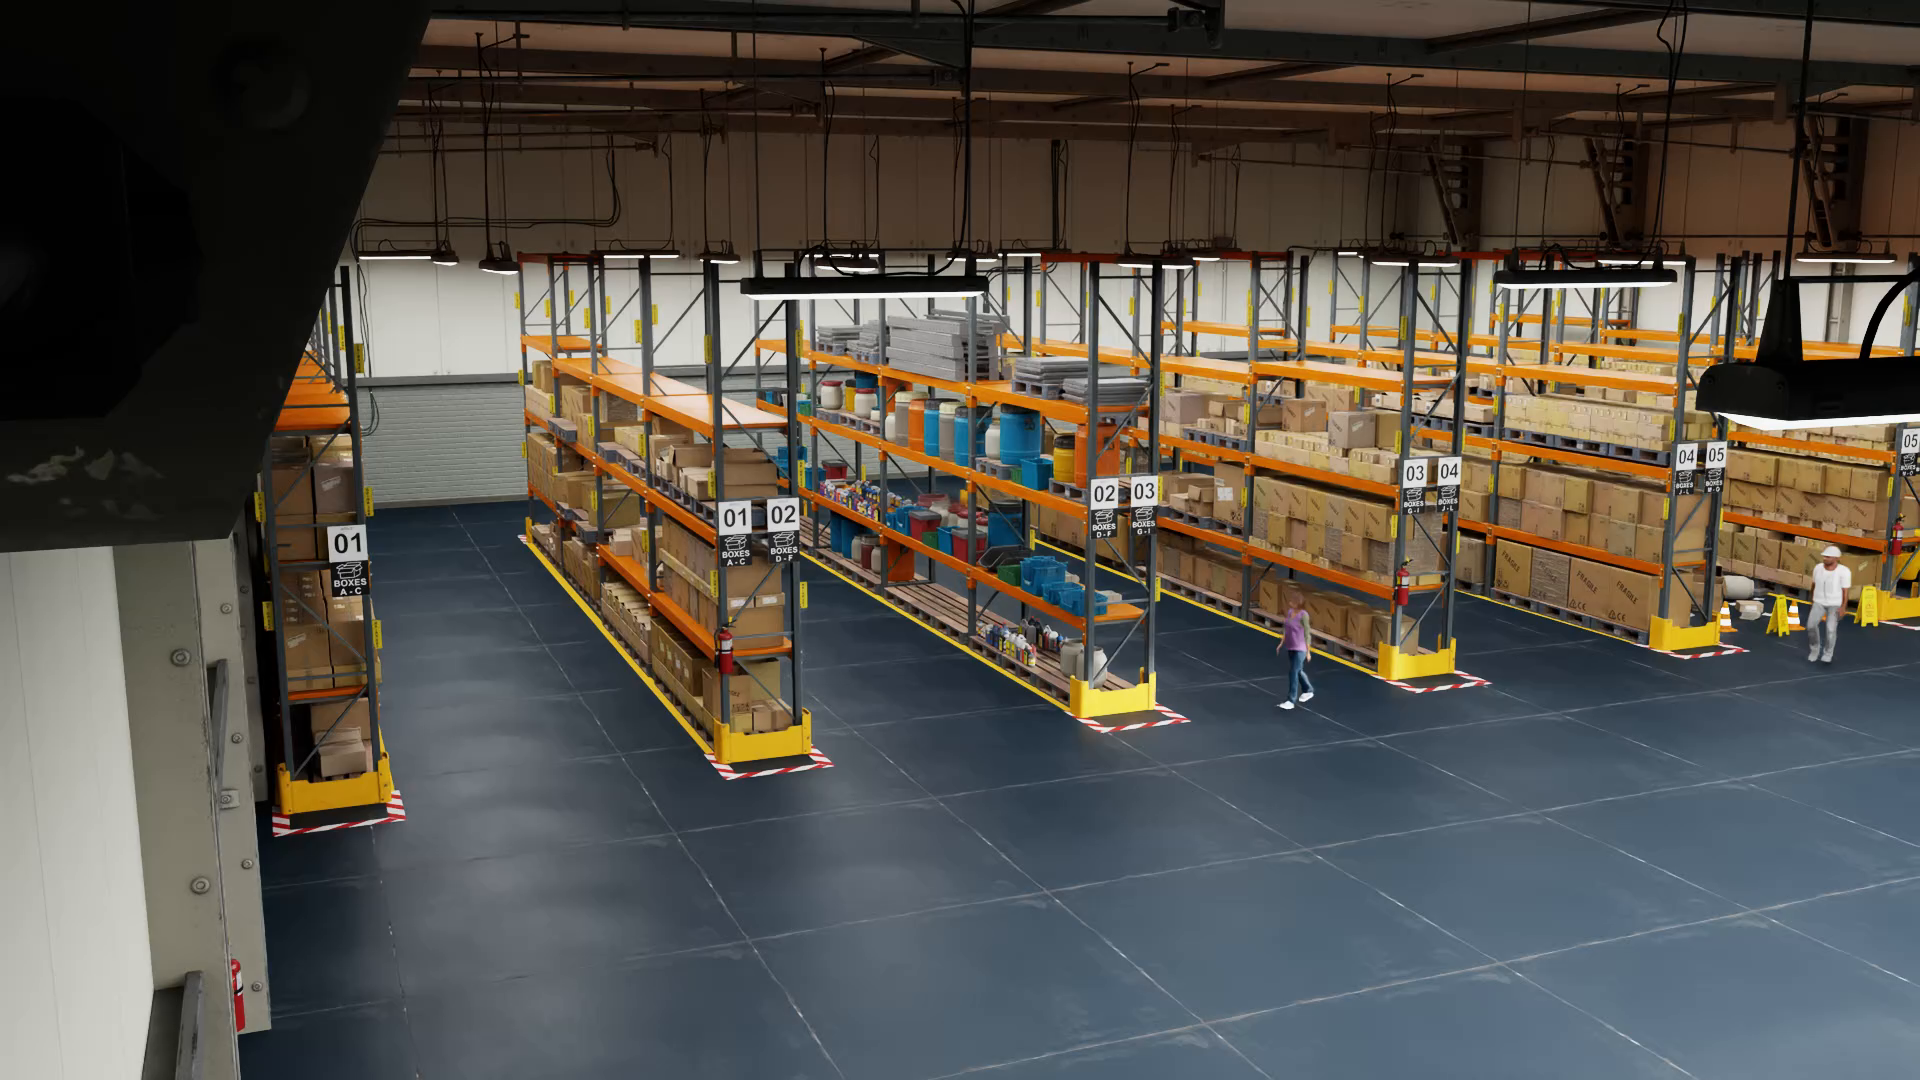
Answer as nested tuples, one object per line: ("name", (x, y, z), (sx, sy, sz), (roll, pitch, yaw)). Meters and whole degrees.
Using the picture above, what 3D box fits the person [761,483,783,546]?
("person", (-3.649, -0.306, 32.180), (0.546, 1.679, 0.438), (-3, 11, -15))

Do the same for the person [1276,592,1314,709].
("person", (4.581, 1.480, 22.568), (0.729, 1.579, 0.414), (-5, 12, -26))

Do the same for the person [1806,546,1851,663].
("person", (12.945, 0.976, 24.793), (0.555, 1.791, 0.465), (9, 13, 39))
